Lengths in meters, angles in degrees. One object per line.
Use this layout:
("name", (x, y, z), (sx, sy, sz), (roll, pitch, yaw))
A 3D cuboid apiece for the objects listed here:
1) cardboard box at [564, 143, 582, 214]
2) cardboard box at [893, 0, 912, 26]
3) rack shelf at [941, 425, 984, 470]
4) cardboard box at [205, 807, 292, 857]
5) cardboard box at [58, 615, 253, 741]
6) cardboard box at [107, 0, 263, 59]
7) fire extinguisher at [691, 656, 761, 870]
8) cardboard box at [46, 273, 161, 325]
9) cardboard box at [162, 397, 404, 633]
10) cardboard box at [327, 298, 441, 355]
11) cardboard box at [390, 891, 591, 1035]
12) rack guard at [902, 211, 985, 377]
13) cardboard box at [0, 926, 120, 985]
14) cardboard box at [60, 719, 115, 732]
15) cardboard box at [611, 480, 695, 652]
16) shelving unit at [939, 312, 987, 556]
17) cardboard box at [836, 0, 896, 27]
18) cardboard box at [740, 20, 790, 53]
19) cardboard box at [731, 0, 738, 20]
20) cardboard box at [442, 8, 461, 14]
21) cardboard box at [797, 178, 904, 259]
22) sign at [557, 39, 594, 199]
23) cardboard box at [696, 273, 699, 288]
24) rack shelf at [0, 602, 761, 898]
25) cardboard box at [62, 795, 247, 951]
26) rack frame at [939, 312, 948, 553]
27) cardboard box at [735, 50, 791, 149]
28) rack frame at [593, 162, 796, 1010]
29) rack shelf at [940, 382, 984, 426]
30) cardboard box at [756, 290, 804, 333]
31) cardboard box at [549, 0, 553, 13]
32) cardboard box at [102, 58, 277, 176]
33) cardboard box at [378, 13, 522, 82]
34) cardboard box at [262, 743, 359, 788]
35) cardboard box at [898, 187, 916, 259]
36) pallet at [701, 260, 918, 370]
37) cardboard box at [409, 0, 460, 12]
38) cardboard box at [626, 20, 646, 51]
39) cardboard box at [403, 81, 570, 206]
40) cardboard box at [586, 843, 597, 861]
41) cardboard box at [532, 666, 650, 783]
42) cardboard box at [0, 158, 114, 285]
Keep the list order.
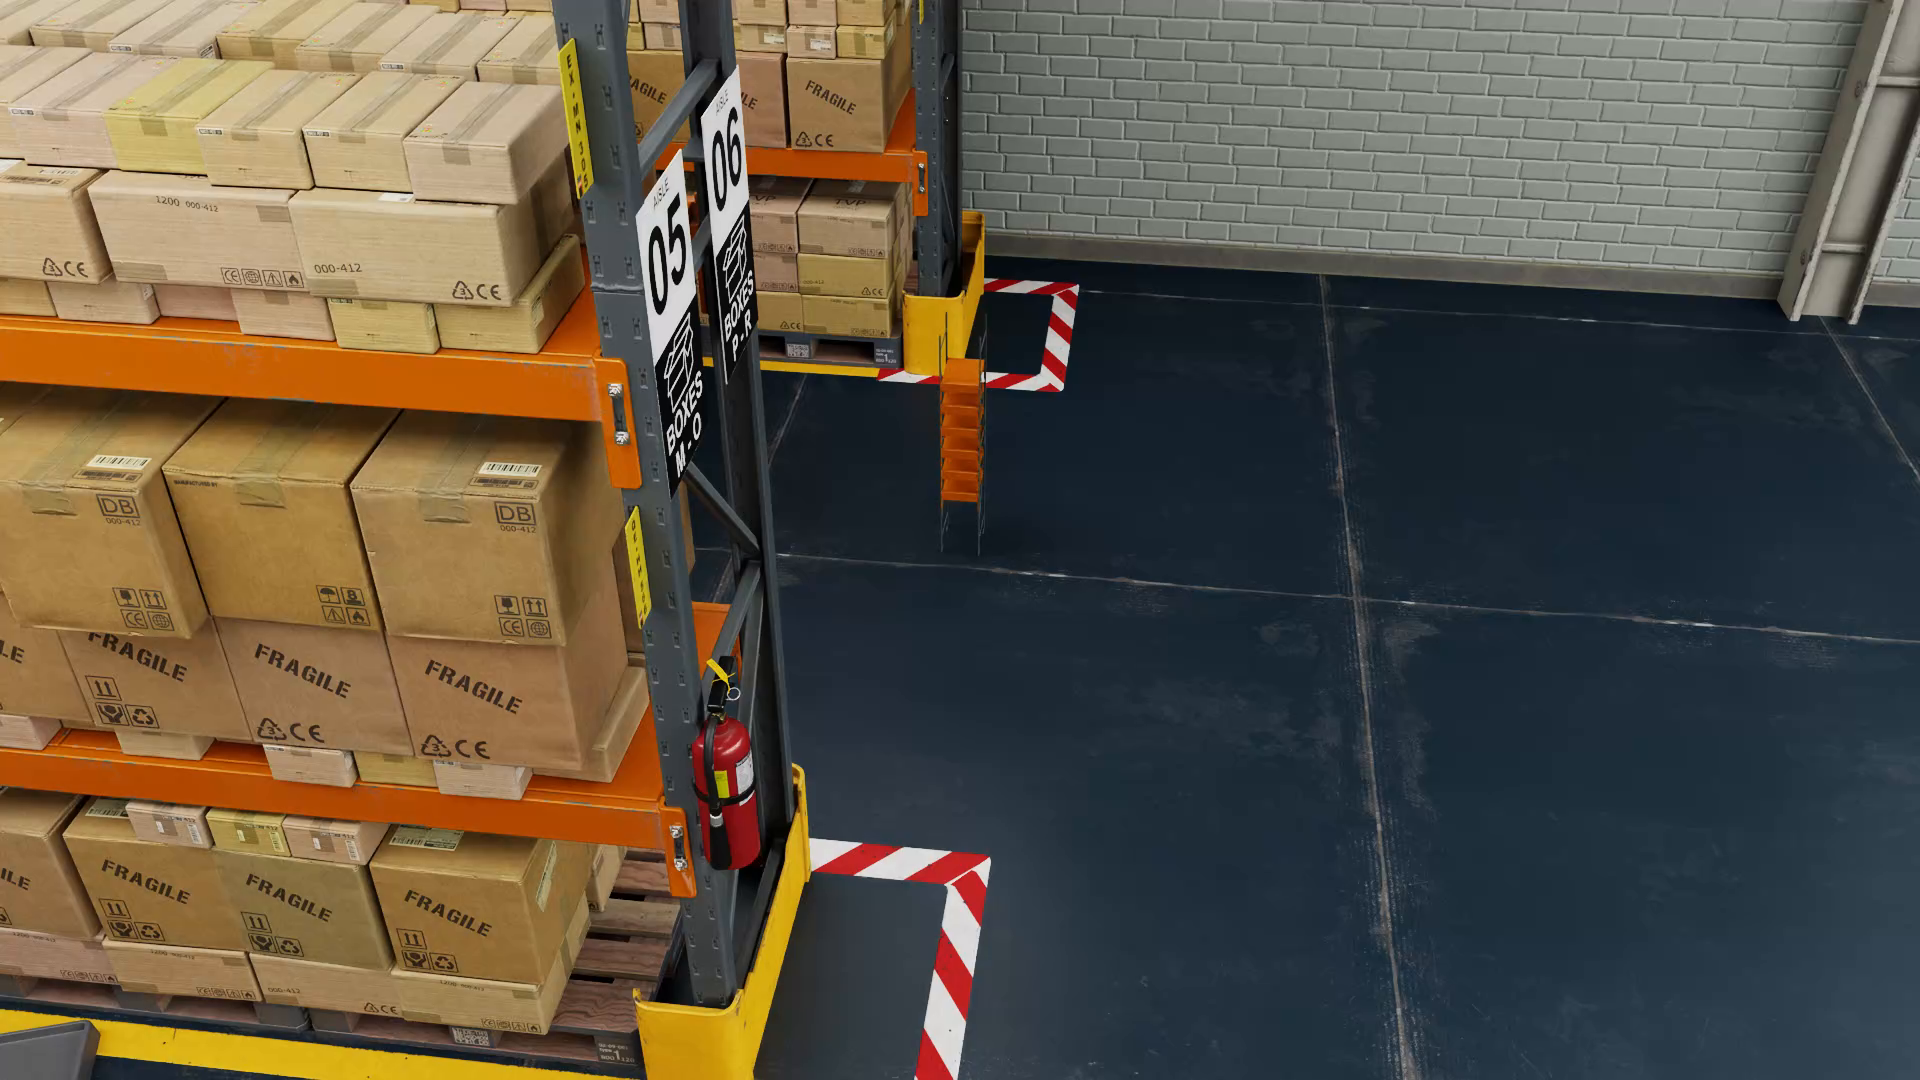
("cardboard box", (-1.204, -1.117, 4.523), (0.500, 0.250, 0.500), (4, 36, 5))
("cardboard box", (-0.414, -2.984, 9.205), (0.250, 0.149, 0.380), (3, 36, 5))
("rack shelf", (0.014, -0.451, 7.926), (0.180, 0.103, 0.258), (4, 36, 6))
("cardboard box", (-2.189, 0.816, 5.326), (0.250, 0.149, 0.380), (5, 36, 7))
("cardboard box", (-2.305, 0.233, 4.999), (0.500, 0.500, 0.500), (4, 36, 6))
("cardboard box", (-2.055, -1.320, 4.465), (0.250, 0.149, 0.380), (4, 36, 6))
("fire extinguisher", (-0.685, 0.661, 4.809), (0.183, 0.674, 0.296), (4, 36, 6))
("cardboard box", (-2.135, -0.716, 4.305), (0.250, 0.149, 0.380), (4, 36, 6))
("cardboard box", (-1.775, -0.167, 4.700), (0.500, 0.500, 0.700), (5, 36, 6))
("cardboard box", (-1.380, -0.628, 4.182), (0.250, 0.149, 0.380), (5, 36, 6))
("cardboard box", (-1.599, 1.397, 5.716), (0.500, 0.250, 0.500), (4, 36, 6))
("rack guard", (-0.087, -1.486, 9.902), (0.348, 0.500, 1.175), (4, 36, 6))
("cardboard box", (-3.099, 1.277, 5.884), (0.500, 0.250, 0.500), (4, 36, 5))
("cardboard box", (-2.651, 0.429, 5.284), (0.250, 0.149, 0.380), (4, 36, 6))
("cardboard box", (-1.174, -0.002, 5.328), (0.500, 0.500, 0.500), (4, 36, 5))
("shelving unit", (0.014, -0.487, 7.900), (0.189, 1.200, 0.258), (4, 36, 6))
("cardboard box", (-0.493, -2.836, 8.741), (0.250, 0.149, 0.380), (4, 36, 6))
("cardboard box", (-0.997, -2.730, 8.849), (0.250, 0.149, 0.380), (5, 36, 7))
("cardboard box", (-1.242, -2.901, 8.833), (0.250, 0.149, 0.380), (4, 36, 6))
("cardboard box", (-2.782, -2.828, 8.986), (0.250, 0.149, 0.380), (4, 36, 5))
("cardboard box", (-0.608, -1.818, 9.360), (0.500, 0.250, 0.500), (5, 36, 8))
("sign", (-0.830, -0.908, 3.596), (0.005, 0.325, 0.100), (4, 36, 6))
("cardboard box", (-1.644, -1.686, 9.605), (0.500, 0.250, 0.500), (3, 36, 5))
("rack shelf", (-2.723, 0.500, 5.587), (4.000, 0.370, 1.077), (4, 36, 6))
("cardboard box", (-2.585, 1.011, 5.611), (0.500, 0.500, 0.500), (3, 36, 5))
("rack frame", (-0.076, -0.494, 7.909), (0.006, 1.200, 0.240), (4, 36, 6))
("cardboard box", (-1.146, -2.475, 9.049), (0.500, 0.500, 0.500), (5, 36, 7))
("rack frame", (-0.740, 0.355, 5.170), (0.127, 3.000, 1.000), (4, 36, 6))
("rack shelf", (0.014, -0.646, 7.786), (0.180, 0.103, 0.258), (4, 36, 6))
("cardboard box", (-1.109, -1.452, 9.708), (0.500, 0.250, 0.500), (4, 36, 6))
("cardboard box", (-2.015, -2.946, 8.895), (0.250, 0.149, 0.380), (5, 36, 7))
("cardboard box", (-1.864, -1.041, 4.074), (0.250, 0.149, 0.380), (4, 36, 6))
("cardboard box", (-1.318, -1.242, 4.355), (0.250, 0.149, 0.380), (4, 36, 6))
("cardboard box", (-1.914, 0.565, 5.092), (0.250, 0.149, 0.380), (5, 36, 7))
("cardboard box", (-0.551, -1.915, 9.926), (0.500, 0.250, 0.500), (5, 36, 7))
("pallet", (-0.875, -1.403, 10.034), (1.213, 0.211, 1.003), (4, 36, 6))
("cardboard box", (-2.772, -2.970, 8.928), (0.250, 0.149, 0.380), (4, 36, 5))
("cardboard box", (-1.766, -2.755, 8.884), (0.250, 0.149, 0.380), (5, 36, 6))
("cardboard box", (-1.113, -0.943, 3.937), (0.250, 0.149, 0.380), (5, 36, 6))
("cardboard box", (-1.528, 0.778, 5.938), (0.500, 0.500, 0.500), (3, 36, 4))
("cardboard box", (-1.138, 0.553, 5.109), (0.250, 0.149, 0.380), (5, 36, 8))
("cardboard box", (-2.295, -0.882, 4.195), (0.500, 0.250, 0.500), (5, 36, 7))
